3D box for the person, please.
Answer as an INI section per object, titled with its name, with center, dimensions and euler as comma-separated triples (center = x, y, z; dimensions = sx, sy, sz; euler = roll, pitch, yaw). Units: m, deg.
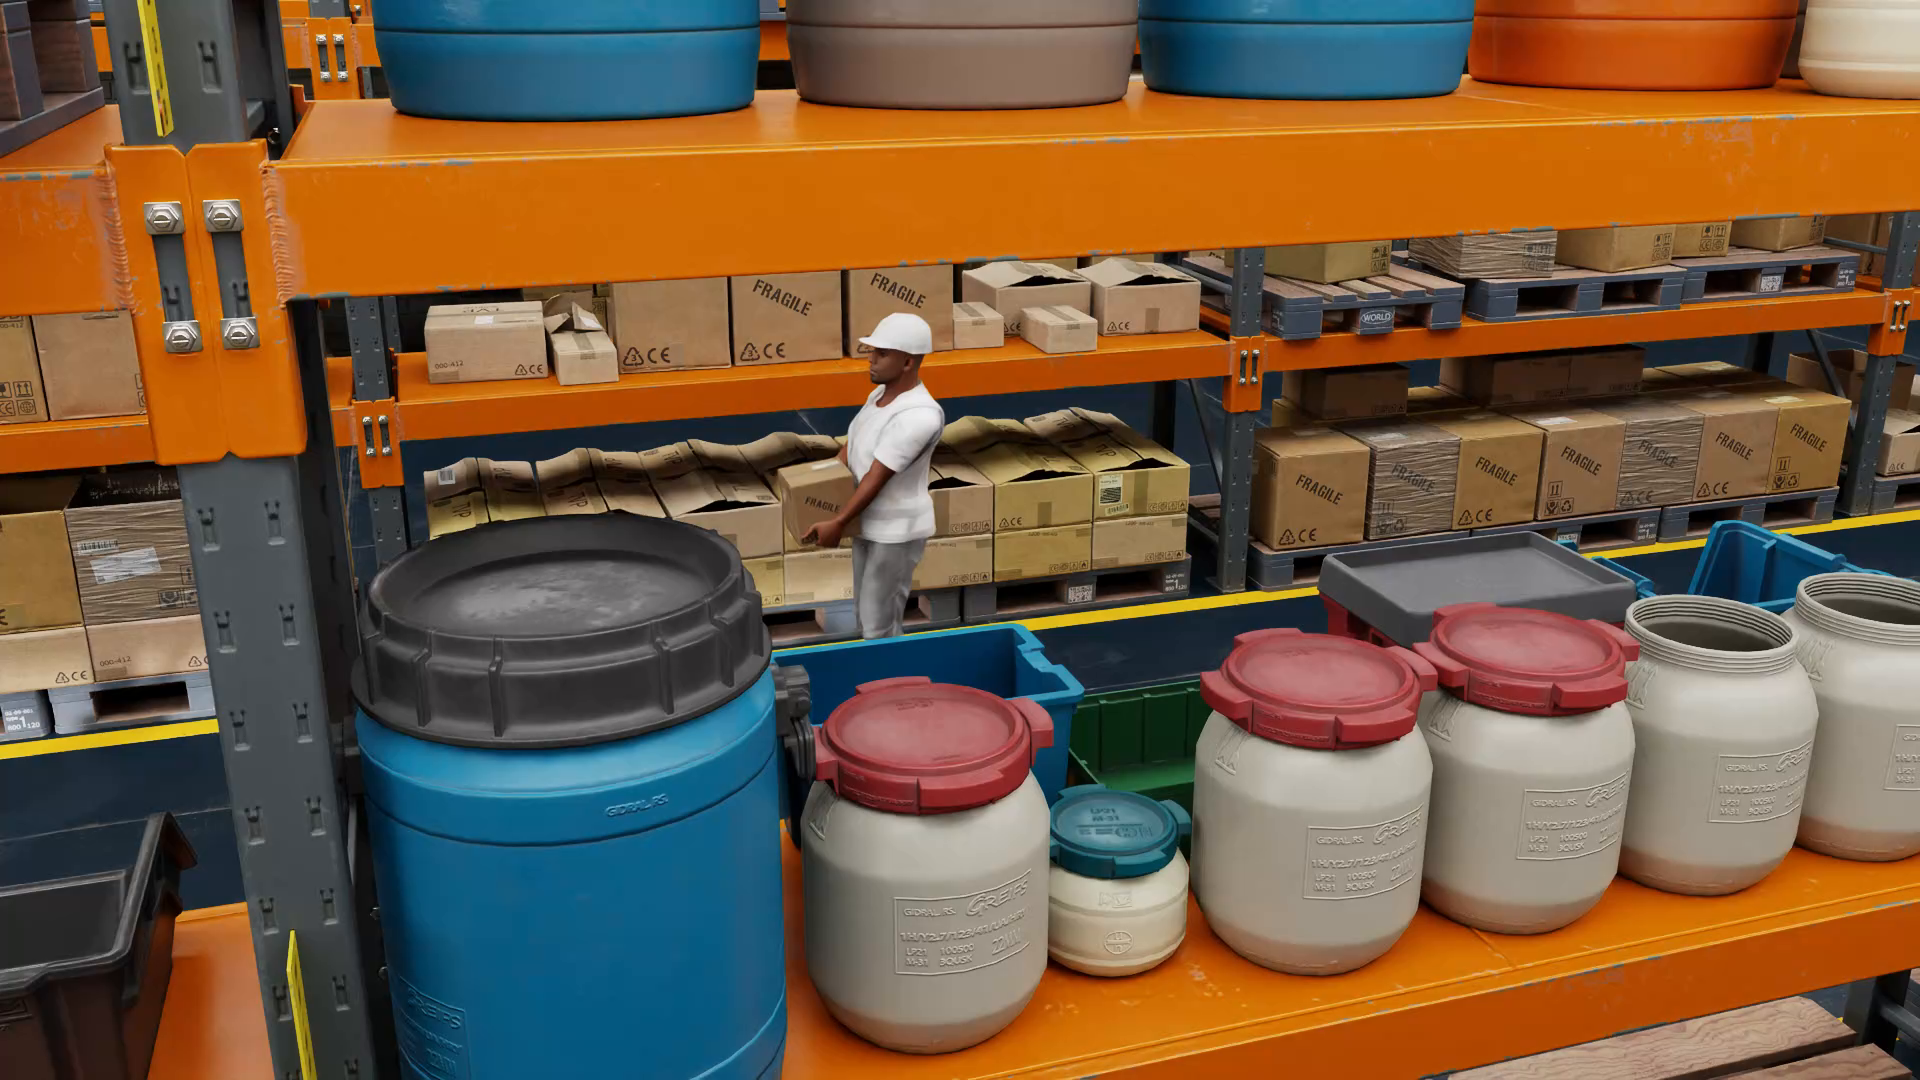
[person]
center = -0.369, -0.022, 6.601
dimensions = 0.575, 1.760, 0.504
euler = -6, 20, -16
